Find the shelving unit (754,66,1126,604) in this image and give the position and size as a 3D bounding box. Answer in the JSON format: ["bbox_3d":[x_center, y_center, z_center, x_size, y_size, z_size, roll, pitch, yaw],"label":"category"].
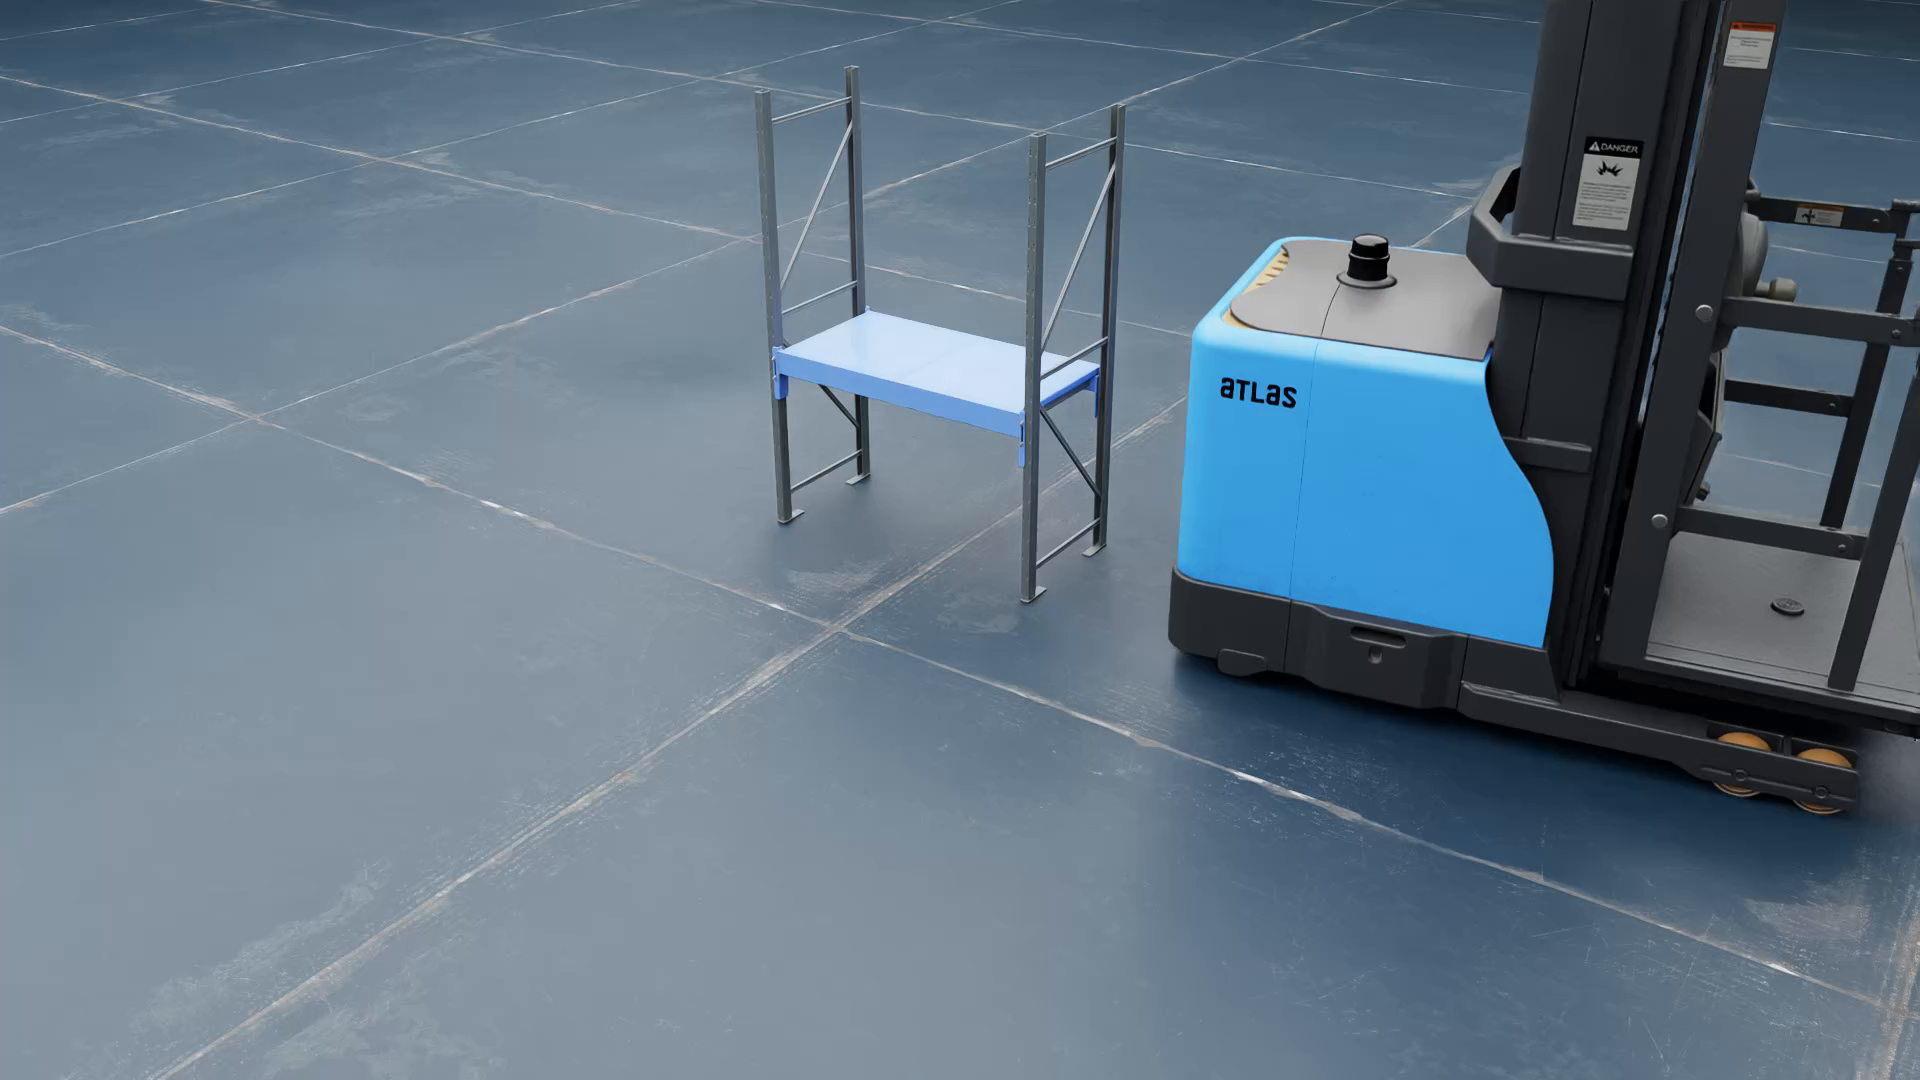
[{"bbox_3d":[-0.070,-0.690,5.453,1.048,1.500,0.538,17,32,30],"label":"shelving unit"}]

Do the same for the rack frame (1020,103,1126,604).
[{"bbox_3d":[0.349,-0.560,5.196,0.032,1.500,0.500,17,32,30],"label":"rack frame"}]

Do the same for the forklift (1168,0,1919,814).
[{"bbox_3d":[2.191,-0.865,4.218,3.031,2.935,1.130,11,29,21],"label":"forklift"}]

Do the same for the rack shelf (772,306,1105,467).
[{"bbox_3d":[-0.070,-0.530,5.534,1.000,0.185,0.538,17,32,30],"label":"rack shelf"}]

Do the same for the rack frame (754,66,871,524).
[{"bbox_3d":[-0.489,-0.821,5.709,0.032,1.500,0.500,17,32,30],"label":"rack frame"}]
